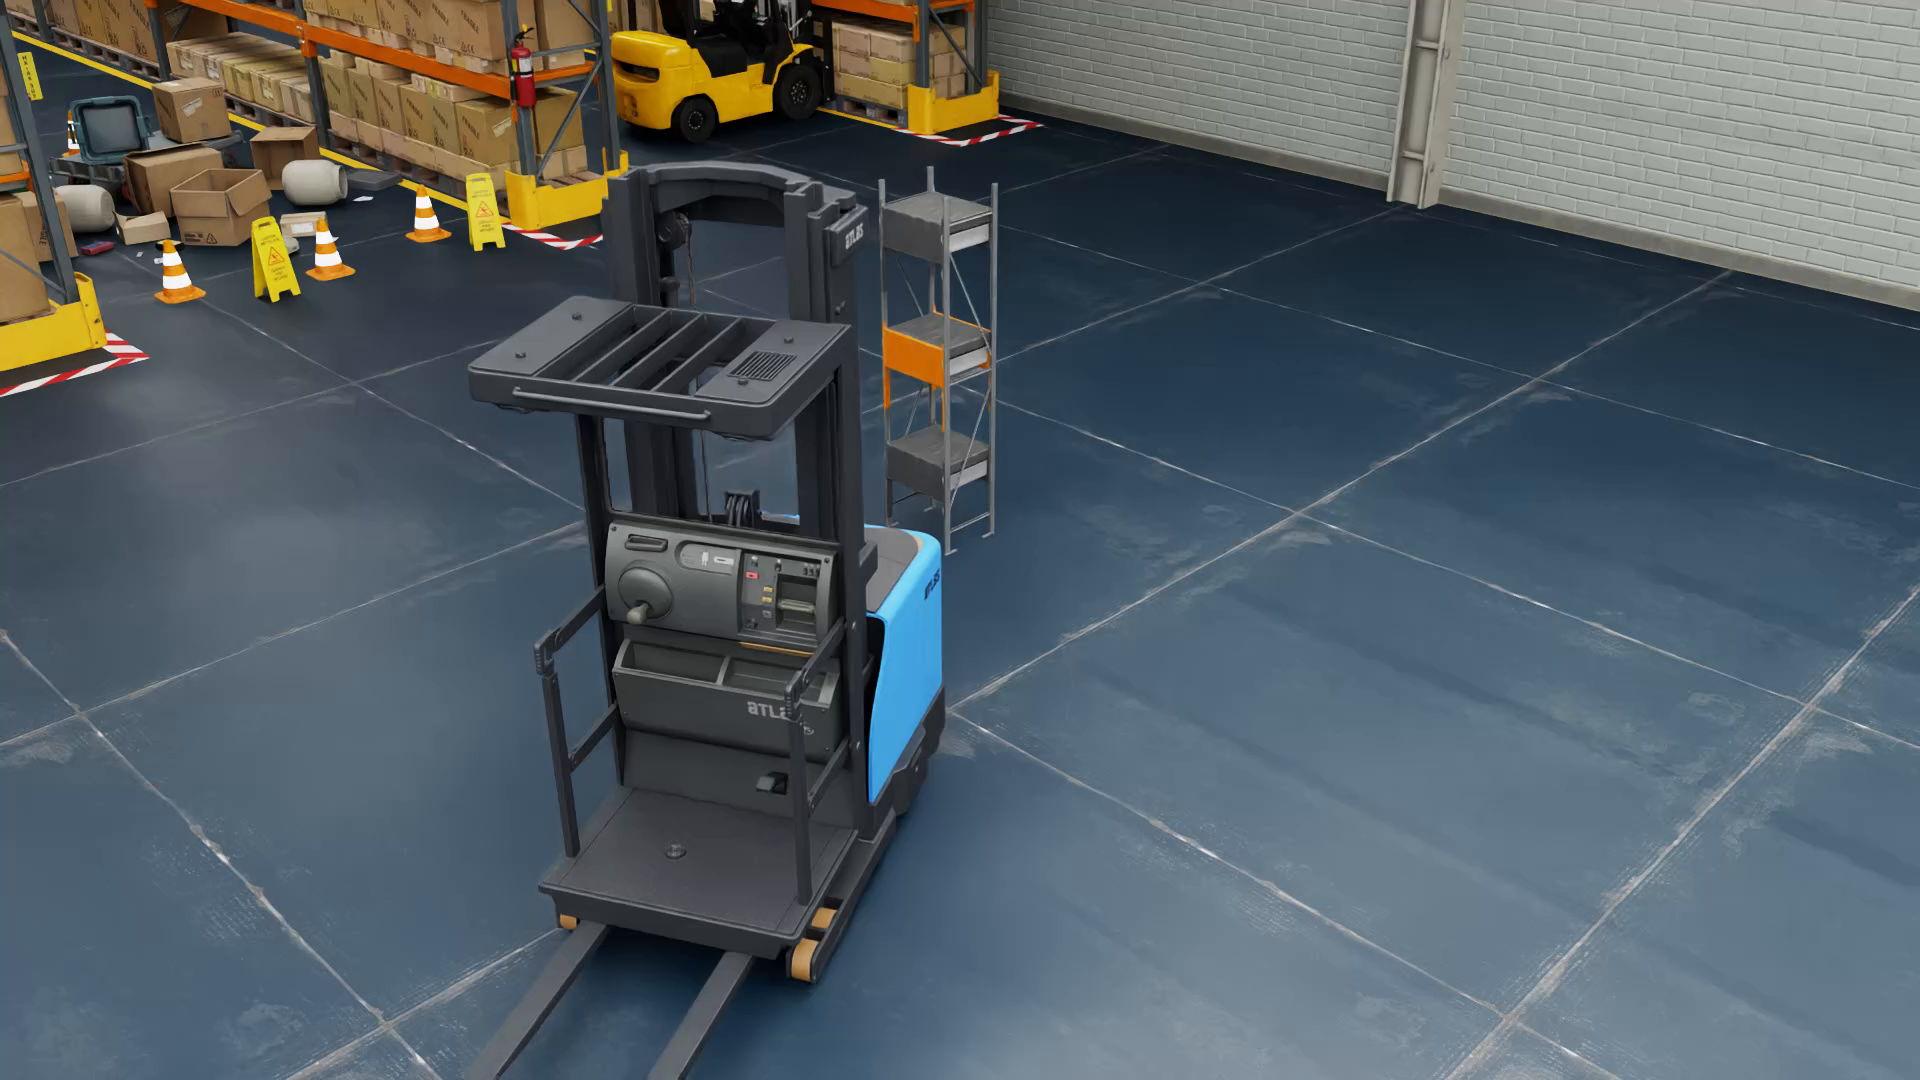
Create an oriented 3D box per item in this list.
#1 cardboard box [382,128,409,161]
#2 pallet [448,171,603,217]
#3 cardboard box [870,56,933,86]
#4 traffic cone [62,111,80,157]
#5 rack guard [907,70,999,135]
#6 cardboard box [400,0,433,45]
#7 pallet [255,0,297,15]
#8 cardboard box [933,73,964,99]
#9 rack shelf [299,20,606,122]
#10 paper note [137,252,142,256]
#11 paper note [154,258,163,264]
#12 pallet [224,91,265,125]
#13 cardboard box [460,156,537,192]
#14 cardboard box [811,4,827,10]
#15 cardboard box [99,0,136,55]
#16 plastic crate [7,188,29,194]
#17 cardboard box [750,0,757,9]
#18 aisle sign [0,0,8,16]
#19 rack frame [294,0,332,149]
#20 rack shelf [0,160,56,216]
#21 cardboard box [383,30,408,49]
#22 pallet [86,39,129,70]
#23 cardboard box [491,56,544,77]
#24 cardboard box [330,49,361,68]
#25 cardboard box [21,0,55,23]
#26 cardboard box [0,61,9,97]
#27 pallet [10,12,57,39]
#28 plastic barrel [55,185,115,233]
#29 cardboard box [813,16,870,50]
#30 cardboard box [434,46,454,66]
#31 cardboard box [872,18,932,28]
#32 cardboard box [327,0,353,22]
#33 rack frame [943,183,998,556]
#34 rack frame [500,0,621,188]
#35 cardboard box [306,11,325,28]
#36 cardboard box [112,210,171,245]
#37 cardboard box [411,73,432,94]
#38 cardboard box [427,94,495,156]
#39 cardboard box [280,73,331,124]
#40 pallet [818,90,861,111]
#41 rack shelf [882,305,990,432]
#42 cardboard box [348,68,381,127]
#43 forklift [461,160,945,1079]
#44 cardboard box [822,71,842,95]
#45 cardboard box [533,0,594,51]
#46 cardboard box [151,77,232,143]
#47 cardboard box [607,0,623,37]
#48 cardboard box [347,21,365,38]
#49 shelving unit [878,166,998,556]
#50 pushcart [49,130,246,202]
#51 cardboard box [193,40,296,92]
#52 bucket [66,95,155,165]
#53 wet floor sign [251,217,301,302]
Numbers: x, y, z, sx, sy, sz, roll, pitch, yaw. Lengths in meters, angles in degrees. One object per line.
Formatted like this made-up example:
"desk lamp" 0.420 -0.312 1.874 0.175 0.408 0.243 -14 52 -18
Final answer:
"cardboard box" -5.415 -3.997 16.632 0.500 0.250 0.500 24 36 38
"pallet" -4.172 -3.415 16.018 1.213 0.211 1.003 25 36 38
"cardboard box" -0.652 -5.242 18.462 0.500 0.250 0.500 24 36 38
"traffic cone" -9.189 -4.233 17.303 0.334 0.463 0.336 25 36 38
"rack guard" -0.068 -4.882 18.498 0.348 0.500 1.175 25 36 38
"cardboard box" -4.851 -4.939 15.493 0.500 0.500 0.500 24 36 38
"pallet" -6.858 -5.866 17.889 1.213 0.211 1.003 25 36 38
"cardboard box" -0.299 -5.190 18.901 0.500 0.250 0.500 25 37 39
"rack shelf" -4.989 -4.682 16.204 4.000 0.370 1.077 25 36 38
"paper note" -7.138 -2.487 14.470 0.032 0.001 0.123 -7 29 -14
"paper note" -6.859 -2.419 14.319 0.144 0.017 0.142 -13 30 -22
"pallet" -7.845 -5.071 19.166 1.213 0.211 1.003 25 36 38
"cardboard box" -4.345 -3.499 15.685 0.500 0.250 0.500 24 36 38
"cardboard box" -1.728 -6.287 19.912 0.500 0.250 0.500 25 37 39
"cardboard box" -10.335 -6.749 21.194 0.875 0.875 0.875 -25 37 -39
"plastic crate" -8.771 -3.136 15.451 0.450 0.188 0.662 -16 30 -9
"cardboard box" -2.455 -6.281 19.901 0.500 0.250 0.500 25 36 38
"aisle sign" -6.700 -3.899 11.149 0.004 0.787 0.394 25 36 38
"rack frame" -6.415 -5.653 17.278 0.127 3.000 1.000 25 36 38
"rack shelf" -8.387 -3.006 13.018 4.000 0.370 1.077 25 36 38
"cardboard box" -5.310 -4.839 16.000 0.250 0.149 0.380 24 36 38
"pallet" -10.642 -6.404 21.703 1.213 0.211 1.003 25 36 38
"cardboard box" -3.979 -4.288 14.951 0.380 0.149 0.250 -24 36 -38
"cardboard box" -6.137 -4.898 16.843 0.380 0.149 0.250 -25 36 -38
"cardboard box" -12.492 -7.556 23.198 0.875 0.438 0.875 24 36 38
"cardboard box" -7.199 -3.350 11.577 0.550 0.550 0.875 25 36 38
"pallet" -12.607 -7.303 23.413 1.213 0.211 1.003 25 36 38
"plastic barrel" -7.929 -2.976 14.955 0.512 0.421 0.421 -3 28 -5
"cardboard box" -1.368 -5.781 18.949 0.500 0.250 0.500 -25 37 -39
"cardboard box" -4.610 -4.498 15.352 0.380 0.149 0.250 -25 36 -38
"cardboard box" -0.654 -5.789 18.966 0.500 0.250 0.500 25 36 38
"cardboard box" -5.922 -5.437 16.440 0.500 0.500 0.500 24 36 38
"rack frame" 0.056 -0.904 9.213 0.015 2.100 0.400 25 36 38
"rack frame" -3.563 -4.348 14.796 0.127 3.000 1.000 25 36 38
"cardboard box" -6.415 -5.333 16.939 0.250 0.149 0.380 24 36 38
"cardboard box" -7.297 -2.818 14.823 0.396 0.266 0.258 -18 33 -31
"cardboard box" -4.990 -4.378 15.853 0.380 0.149 0.250 -23 36 -37
"cardboard box" -4.691 -3.993 15.818 0.500 0.500 0.500 -24 36 -37
"cardboard box" -6.791 -4.846 18.116 0.950 0.372 0.625 -25 37 -39
"pallet" -1.526 -5.396 19.785 1.213 0.211 1.003 25 36 38
"rack shelf" -0.118 -0.971 9.370 0.480 0.518 0.431 25 36 38
"cardboard box" -5.794 -4.501 16.784 0.500 0.500 0.500 -24 36 -37
"forklift" -0.987 0.216 6.191 1.130 2.935 3.031 8 29 15
"cardboard box" -1.340 -5.345 19.196 0.500 0.250 0.500 -25 37 -39
"cardboard box" -3.706 -4.770 15.172 0.500 0.500 0.500 24 36 38
"cardboard box" -7.642 -4.281 16.541 0.500 0.500 0.500 25 36 38
"cardboard box" -4.403 -7.103 22.136 0.625 0.625 0.875 23 35 36
"cardboard box" -5.836 -5.099 16.493 0.380 0.149 0.250 -24 36 -38
"shelving unit" -0.118 -0.983 9.364 0.503 2.100 0.431 25 36 38
"pushcart" -7.978 -3.720 16.418 0.936 0.377 1.648 12 30 22
"cardboard box" -8.340 -5.555 19.464 0.625 0.372 0.950 24 36 37
"bucket" -8.100 -3.922 15.870 0.726 0.611 0.620 -13 20 -22
"wet floor sign" -5.552 -2.278 13.389 0.232 0.644 0.267 18 33 30
